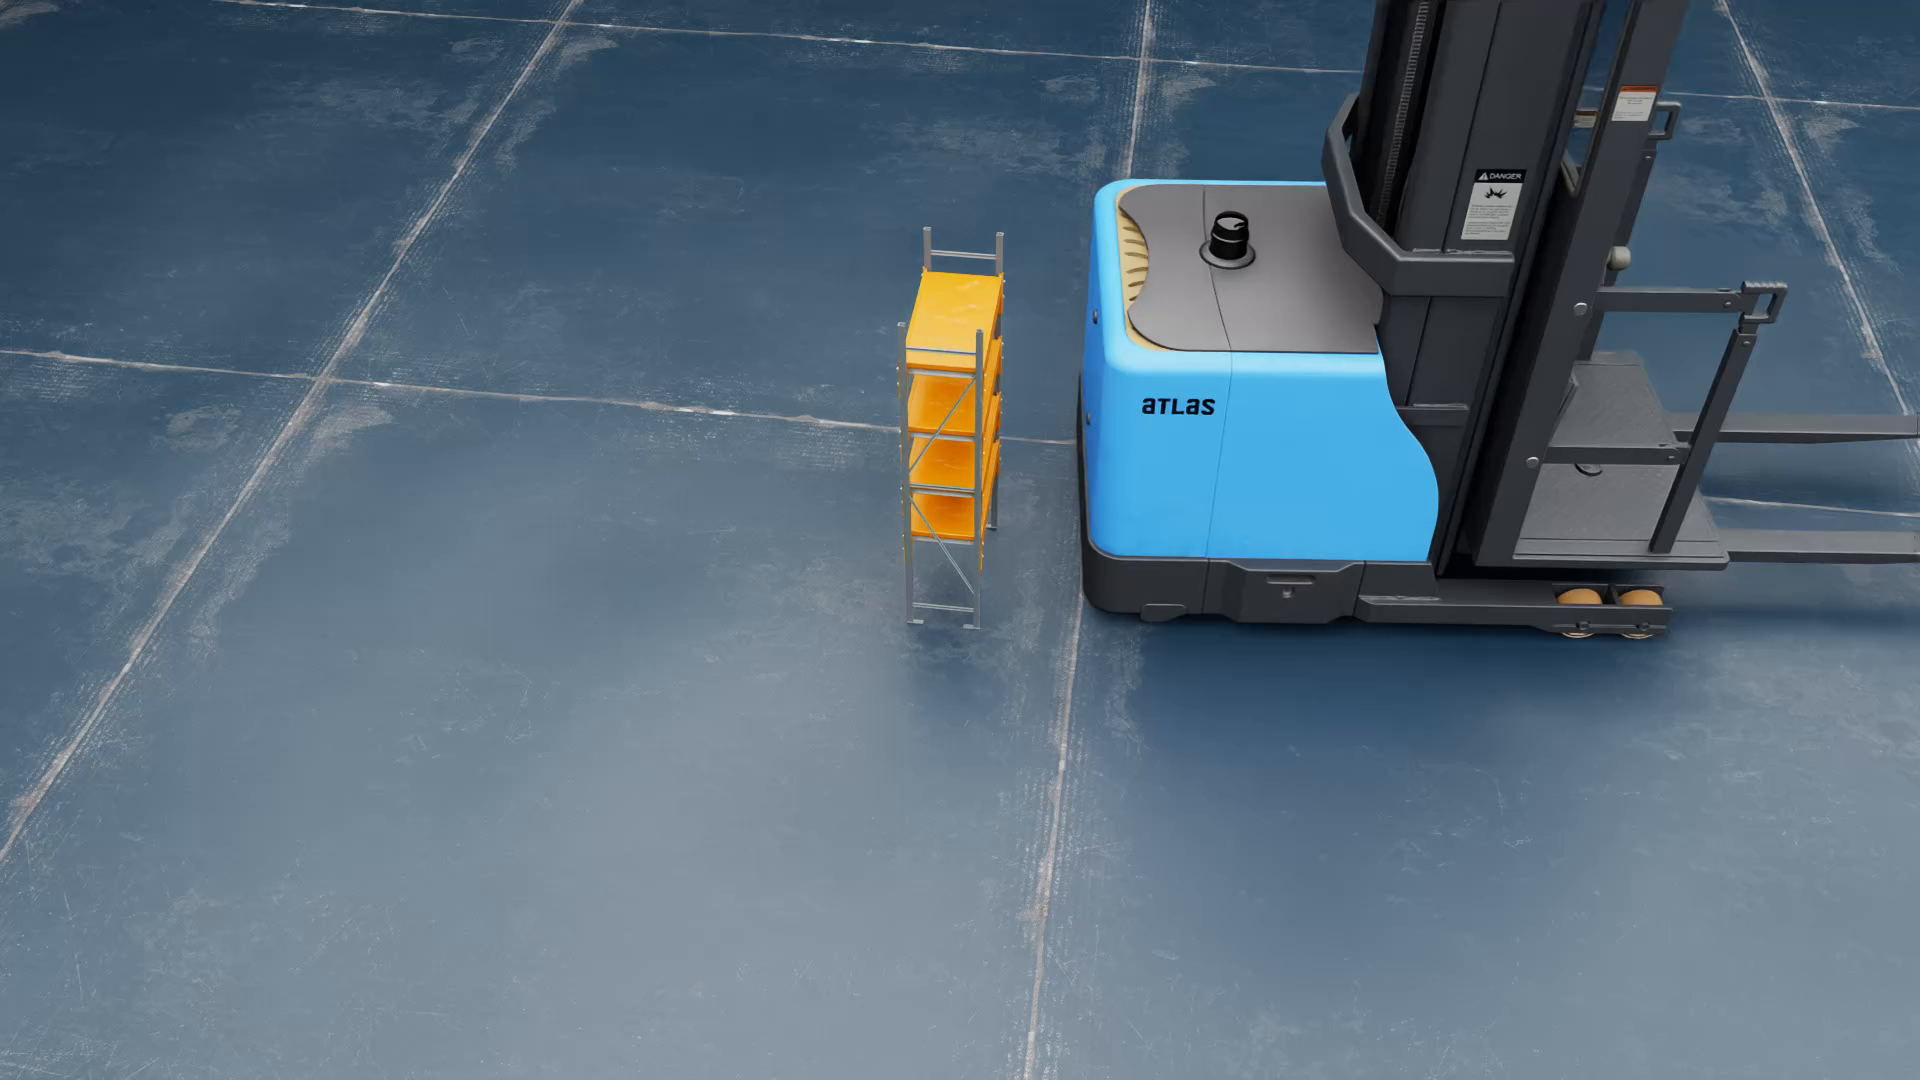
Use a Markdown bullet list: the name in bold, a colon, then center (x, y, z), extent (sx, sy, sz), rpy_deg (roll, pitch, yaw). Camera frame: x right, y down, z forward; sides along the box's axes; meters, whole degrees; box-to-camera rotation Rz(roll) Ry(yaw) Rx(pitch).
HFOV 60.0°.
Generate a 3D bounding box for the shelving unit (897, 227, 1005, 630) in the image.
- **shelving unit**: center (-0.022, -0.323, 5.218), extent (0.258, 1.200, 0.503), rpy_deg (5, 44, 6)

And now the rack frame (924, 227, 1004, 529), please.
- **rack frame**: center (0.010, -0.489, 5.394), extent (0.240, 1.200, 0.015), rpy_deg (5, 44, 6)

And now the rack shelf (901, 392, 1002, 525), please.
- **rack shelf**: center (-0.022, -0.274, 5.265), extent (0.258, 0.148, 0.480), rpy_deg (5, 44, 6)

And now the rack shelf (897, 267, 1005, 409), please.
- **rack shelf**: center (-0.022, -0.608, 4.948), extent (0.258, 0.148, 0.480), rpy_deg (5, 44, 6)

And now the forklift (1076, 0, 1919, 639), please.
- **forklift**: center (1.930, -1.116, 4.796), extent (3.031, 2.935, 1.130), rpy_deg (1, 43, 1)

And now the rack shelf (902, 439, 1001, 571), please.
- **rack shelf**: center (-0.022, -0.130, 5.401), extent (0.258, 0.148, 0.480), rpy_deg (5, 44, 6)

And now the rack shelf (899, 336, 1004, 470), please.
- **rack shelf**: center (-0.022, -0.436, 5.111), extent (0.258, 0.148, 0.480), rpy_deg (5, 44, 6)

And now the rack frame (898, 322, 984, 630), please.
- **rack frame**: center (-0.054, -0.157, 5.043), extent (0.240, 1.200, 0.015), rpy_deg (5, 44, 6)
